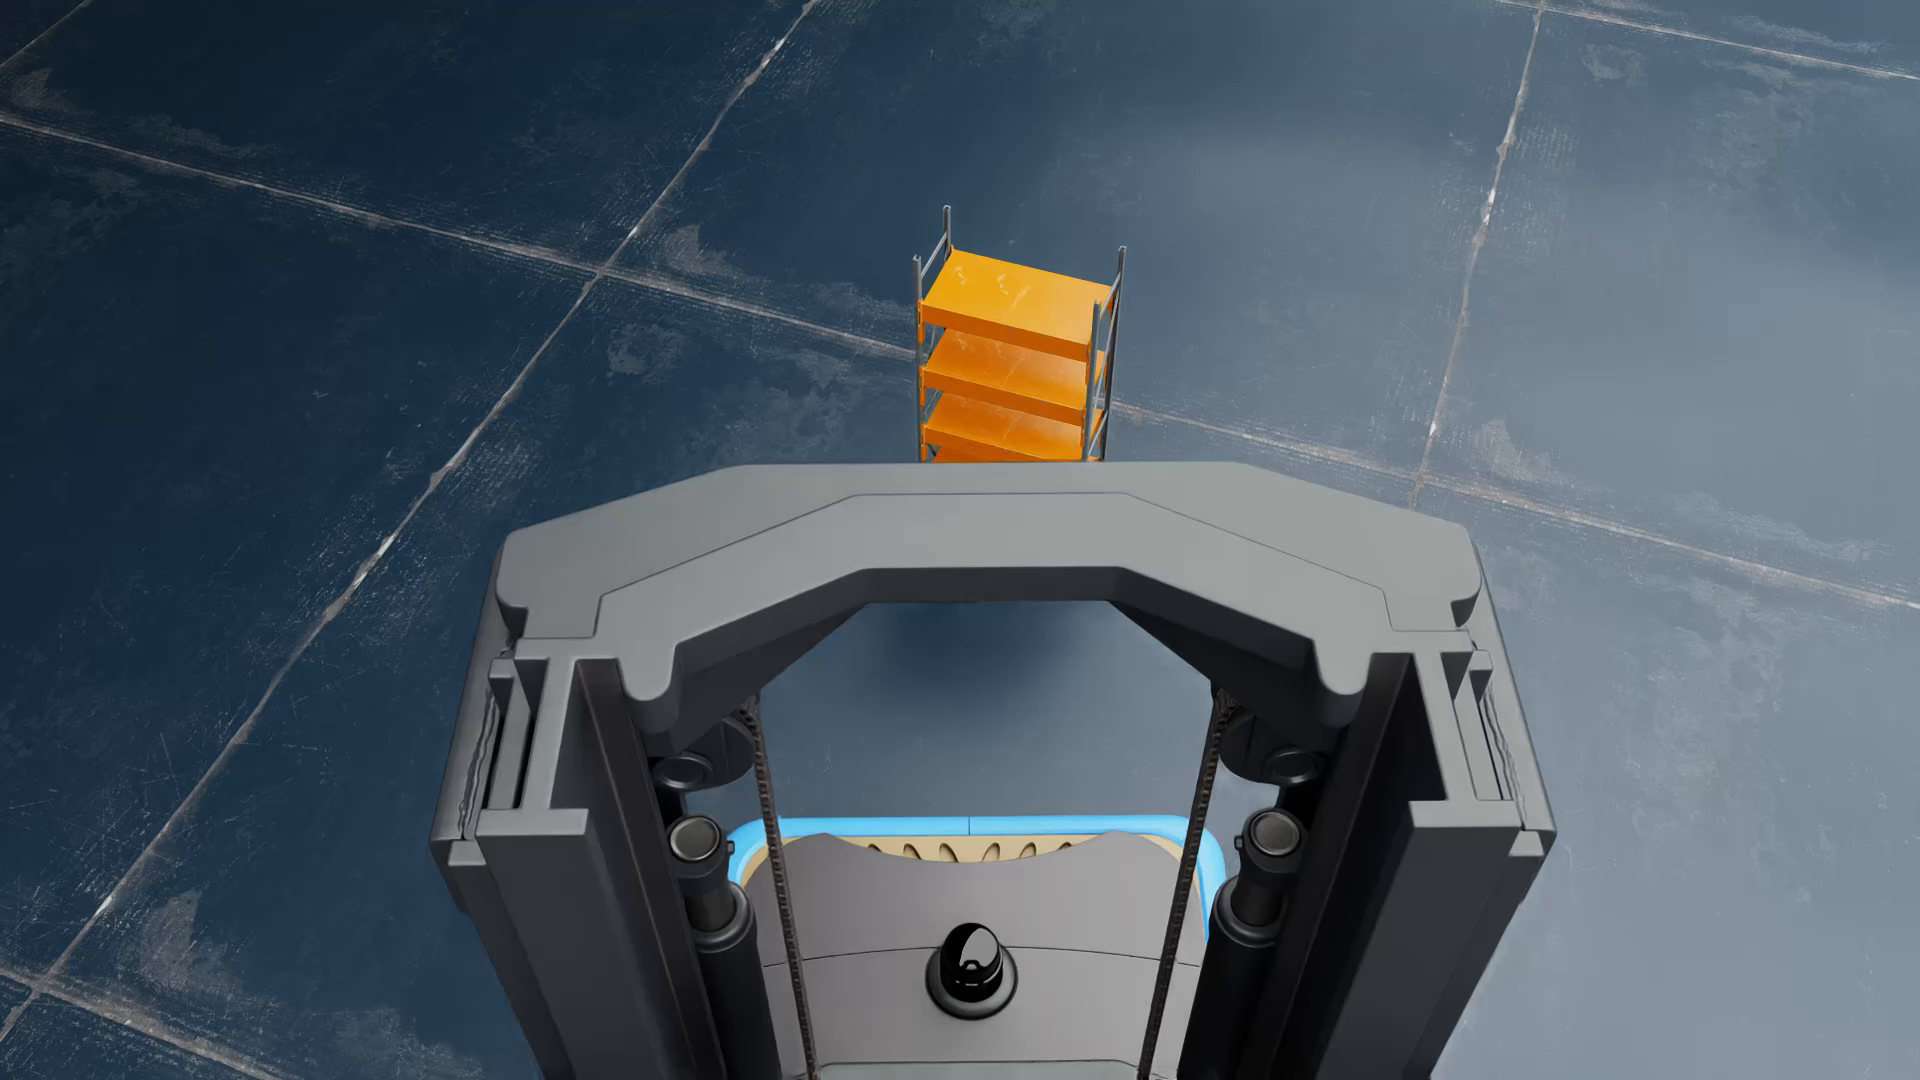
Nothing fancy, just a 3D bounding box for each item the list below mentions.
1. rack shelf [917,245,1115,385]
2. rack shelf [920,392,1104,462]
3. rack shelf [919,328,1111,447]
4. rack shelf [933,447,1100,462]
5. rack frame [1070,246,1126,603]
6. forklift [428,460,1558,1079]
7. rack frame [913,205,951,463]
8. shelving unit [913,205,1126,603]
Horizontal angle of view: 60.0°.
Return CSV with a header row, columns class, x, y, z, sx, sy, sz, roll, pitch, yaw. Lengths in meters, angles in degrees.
class,x,y,z,sx,sy,sz,roll,pitch,yaw
rack shelf,0.155,-0.607,4.462,0.480,0.148,0.258,16,51,13
rack shelf,0.155,-0.306,4.810,0.480,0.148,0.258,16,51,13
rack shelf,0.155,-0.452,4.641,0.480,0.148,0.258,16,51,13
rack shelf,0.155,-0.176,4.960,0.480,0.148,0.258,16,51,13
rack frame,0.384,-0.286,4.704,0.015,1.200,0.240,16,51,13
forklift,0.032,1.418,2.081,1.130,2.935,3.031,0,49,0
rack frame,-0.074,-0.414,4.814,0.015,1.200,0.240,16,51,13
shelving unit,0.155,-0.350,4.759,0.503,1.200,0.258,16,51,13
